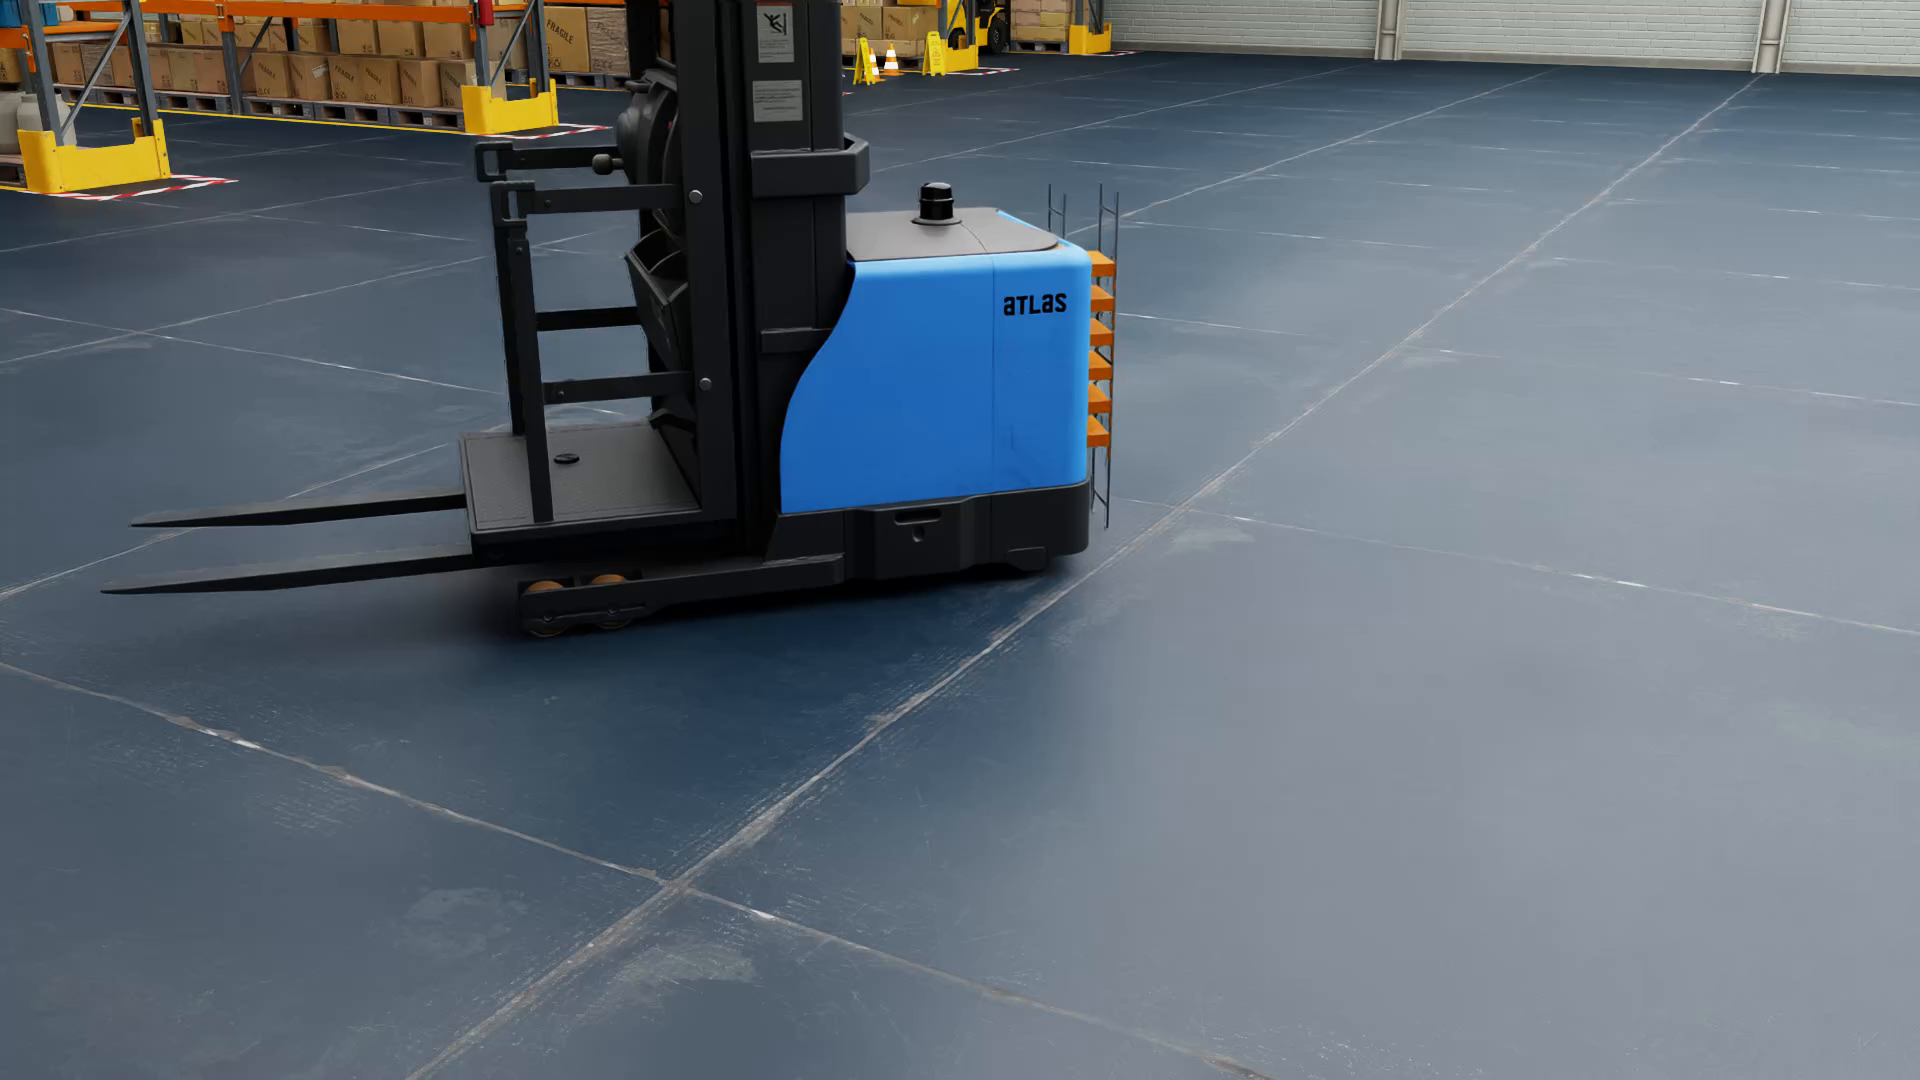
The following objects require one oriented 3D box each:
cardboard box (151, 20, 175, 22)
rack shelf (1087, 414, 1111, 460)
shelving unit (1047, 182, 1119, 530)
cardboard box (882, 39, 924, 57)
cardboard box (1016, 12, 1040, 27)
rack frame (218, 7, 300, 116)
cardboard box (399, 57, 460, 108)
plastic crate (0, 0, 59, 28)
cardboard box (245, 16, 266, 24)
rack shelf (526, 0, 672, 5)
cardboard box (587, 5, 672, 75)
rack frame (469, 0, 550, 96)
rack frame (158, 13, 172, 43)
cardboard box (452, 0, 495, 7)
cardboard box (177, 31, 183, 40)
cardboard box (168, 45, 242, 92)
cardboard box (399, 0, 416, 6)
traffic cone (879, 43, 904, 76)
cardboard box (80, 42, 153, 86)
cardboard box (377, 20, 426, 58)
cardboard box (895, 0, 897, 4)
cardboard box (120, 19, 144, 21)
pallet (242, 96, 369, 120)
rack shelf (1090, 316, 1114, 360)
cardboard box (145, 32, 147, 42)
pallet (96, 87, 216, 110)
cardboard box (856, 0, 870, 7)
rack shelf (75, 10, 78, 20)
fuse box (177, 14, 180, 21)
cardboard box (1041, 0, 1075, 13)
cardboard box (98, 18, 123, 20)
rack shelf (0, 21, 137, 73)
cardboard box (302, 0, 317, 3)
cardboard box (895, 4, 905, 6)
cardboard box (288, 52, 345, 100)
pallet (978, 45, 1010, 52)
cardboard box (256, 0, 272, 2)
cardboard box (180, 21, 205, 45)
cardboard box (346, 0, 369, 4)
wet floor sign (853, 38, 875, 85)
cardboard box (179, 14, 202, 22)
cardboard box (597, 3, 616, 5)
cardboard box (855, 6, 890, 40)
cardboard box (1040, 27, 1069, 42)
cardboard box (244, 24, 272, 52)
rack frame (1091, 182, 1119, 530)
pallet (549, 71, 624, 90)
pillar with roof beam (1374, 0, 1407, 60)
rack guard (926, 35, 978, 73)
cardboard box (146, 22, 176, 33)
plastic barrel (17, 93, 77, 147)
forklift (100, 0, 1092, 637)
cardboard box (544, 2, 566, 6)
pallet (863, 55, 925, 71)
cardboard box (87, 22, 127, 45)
[{"bbox_3d":[-13.509,-8.753,28.290,0.250,0.149,0.380,10,22,27],"label":"cardboard box"},{"bbox_3d":[0.419,-0.366,5.947,0.180,0.103,0.258,-4,20,-10],"label":"rack shelf"},{"bbox_3d":[0.419,-0.634,5.851,0.189,1.200,0.258,-4,20,-10],"label":"shelving unit"},{"bbox_3d":[-0.909,-7.865,26.564,0.500,0.250,0.500,11,23,27],"label":"cardboard box"},{"bbox_3d":[1.357,-9.594,30.598,0.500,0.250,0.500,11,22,27],"label":"cardboard box"},{"bbox_3d":[-8.376,-6.616,19.707,0.127,3.000,1.000,11,23,27],"label":"rack frame"},{"bbox_3d":[-5.960,-5.172,18.773,0.500,0.500,0.500,18,27,41],"label":"cardboard box"},{"bbox_3d":[-7.882,-4.401,13.817,0.616,0.251,0.499,11,23,27],"label":"plastic crate"},{"bbox_3d":[-10.968,-8.322,26.358,0.500,0.250,0.500,11,23,29],"label":"cardboard box"},{"bbox_3d":[-4.123,-7.405,22.937,4.000,0.370,1.077,11,23,27],"label":"rack shelf"},{"bbox_3d":[-4.565,-7.001,23.266,0.875,0.875,0.875,11,23,28],"label":"cardboard box"},{"bbox_3d":[-4.884,-5.951,17.873,0.127,3.000,1.000,11,23,27],"label":"rack frame"},{"bbox_3d":[-12.853,-9.407,27.398,0.127,3.000,1.000,11,23,27],"label":"rack frame"},{"bbox_3d":[-5.233,-5.819,17.877,0.250,0.149,0.380,11,23,27],"label":"cardboard box"},{"bbox_3d":[-13.013,-8.559,28.191,0.250,0.149,0.380,12,23,30],"label":"cardboard box"},{"bbox_3d":[-9.309,-5.842,20.591,0.500,0.500,0.700,11,22,27],"label":"cardboard box"},{"bbox_3d":[-5.905,-5.933,18.192,0.250,0.149,0.380,11,23,27],"label":"cardboard box"},{"bbox_3d":[-1.055,-7.396,25.577,0.334,0.463,0.336,11,23,27],"label":"traffic cone"},{"bbox_3d":[-10.783,-6.120,21.357,0.500,0.500,0.700,9,22,23],"label":"cardboard box"},{"bbox_3d":[-8.108,-7.609,25.126,0.750,0.750,1.050,11,23,28],"label":"cardboard box"},{"bbox_3d":[-1.587,-10.210,32.478,0.625,0.625,0.875,12,23,30],"label":"cardboard box"},{"bbox_3d":[-14.208,-8.877,28.632,0.250,0.149,0.380,10,22,25],"label":"cardboard box"},{"bbox_3d":[-7.772,-5.204,19.903,1.213,0.211,1.003,11,23,27],"label":"pallet"},{"bbox_3d":[0.419,-0.705,5.826,0.180,0.103,0.258,-4,20,-10],"label":"rack shelf"},{"bbox_3d":[-13.525,-8.403,27.760,0.250,0.149,0.380,10,22,25],"label":"cardboard box"},{"bbox_3d":[-10.126,-5.637,21.096,1.213,0.211,1.003,11,23,27],"label":"pallet"},{"bbox_3d":[-1.449,-8.603,26.549,0.250,0.149,0.380,11,23,28],"label":"cardboard box"},{"bbox_3d":[-13.614,-7.276,22.580,4.000,0.370,1.077,11,23,27],"label":"rack shelf"},{"bbox_3d":[-17.802,-12.488,37.784,0.414,1.711,0.539,11,23,27],"label":"fuse box"},{"bbox_3d":[1.812,-9.738,30.263,0.500,0.250,0.500,12,23,29],"label":"cardboard box"},{"bbox_3d":[-14.823,-9.042,29.086,0.250,0.149,0.380,12,23,29],"label":"cardboard box"},{"bbox_3d":[-9.045,-4.471,14.847,4.000,0.370,1.077,11,23,27],"label":"rack shelf"},{"bbox_3d":[-7.232,-6.173,18.851,0.250,0.149,0.380,11,23,27],"label":"cardboard box"},{"bbox_3d":[-1.100,-8.465,27.118,0.500,0.500,0.500,10,22,25],"label":"cardboard box"},{"bbox_3d":[-7.543,-5.467,19.589,0.500,0.500,0.500,-17,26,-39],"label":"cardboard box"},{"bbox_3d":[0.617,-9.387,31.433,1.213,0.211,1.003,11,23,27],"label":"pallet"},{"bbox_3d":[-7.891,-6.294,19.187,0.250,0.149,0.380,11,23,27],"label":"cardboard box"},{"bbox_3d":[-12.337,-8.227,27.197,0.500,0.500,0.500,12,23,29],"label":"cardboard box"},{"bbox_3d":[-6.594,-6.037,18.478,0.250,0.149,0.380,11,23,27],"label":"cardboard box"},{"bbox_3d":[-1.386,-6.889,23.910,0.232,0.644,0.267,7,21,18],"label":"wet floor sign"},{"bbox_3d":[-12.337,-8.580,27.070,0.500,0.250,0.500,10,22,25],"label":"cardboard box"},{"bbox_3d":[-7.327,-11.165,35.295,0.500,0.500,0.500,10,22,27],"label":"cardboard box"},{"bbox_3d":[-1.335,-8.300,26.665,0.500,0.500,0.500,12,23,29],"label":"cardboard box"},{"bbox_3d":[1.802,-9.269,30.435,0.500,0.250,0.500,11,23,28],"label":"cardboard box"},{"bbox_3d":[-10.984,-7.966,26.477,0.500,0.500,0.500,10,22,25],"label":"cardboard box"},{"bbox_3d":[0.509,-0.639,5.866,0.006,1.200,0.240,-4,20,-10],"label":"rack frame"},{"bbox_3d":[-5.243,-6.616,23.793,1.213,0.211,1.003,11,23,27],"label":"pallet"},{"bbox_3d":[5.337,-11.305,23.833,0.400,9.000,9.100,11,23,27],"label":"pillar with roof beam"},{"bbox_3d":[-0.117,-7.739,26.467,0.348,0.500,1.175,11,23,27],"label":"rack guard"},{"bbox_3d":[-13.291,-8.525,27.661,0.250,0.149,0.380,12,23,29],"label":"cardboard box"},{"bbox_3d":[-7.911,-3.591,14.399,0.421,0.512,0.421,0,20,0],"label":"plastic barrel"},{"bbox_3d":[-1.142,-1.285,5.109,3.031,2.935,1.130,-6,21,-17],"label":"forklift"},{"bbox_3d":[-7.598,-9.570,30.349,0.875,0.875,0.875,11,22,27],"label":"cardboard box"},{"bbox_3d":[-0.809,-7.749,26.918,1.213,0.211,1.003,11,23,27],"label":"pallet"},{"bbox_3d":[-10.800,-6.478,21.246,0.500,0.250,0.500,14,24,33],"label":"cardboard box"}]
